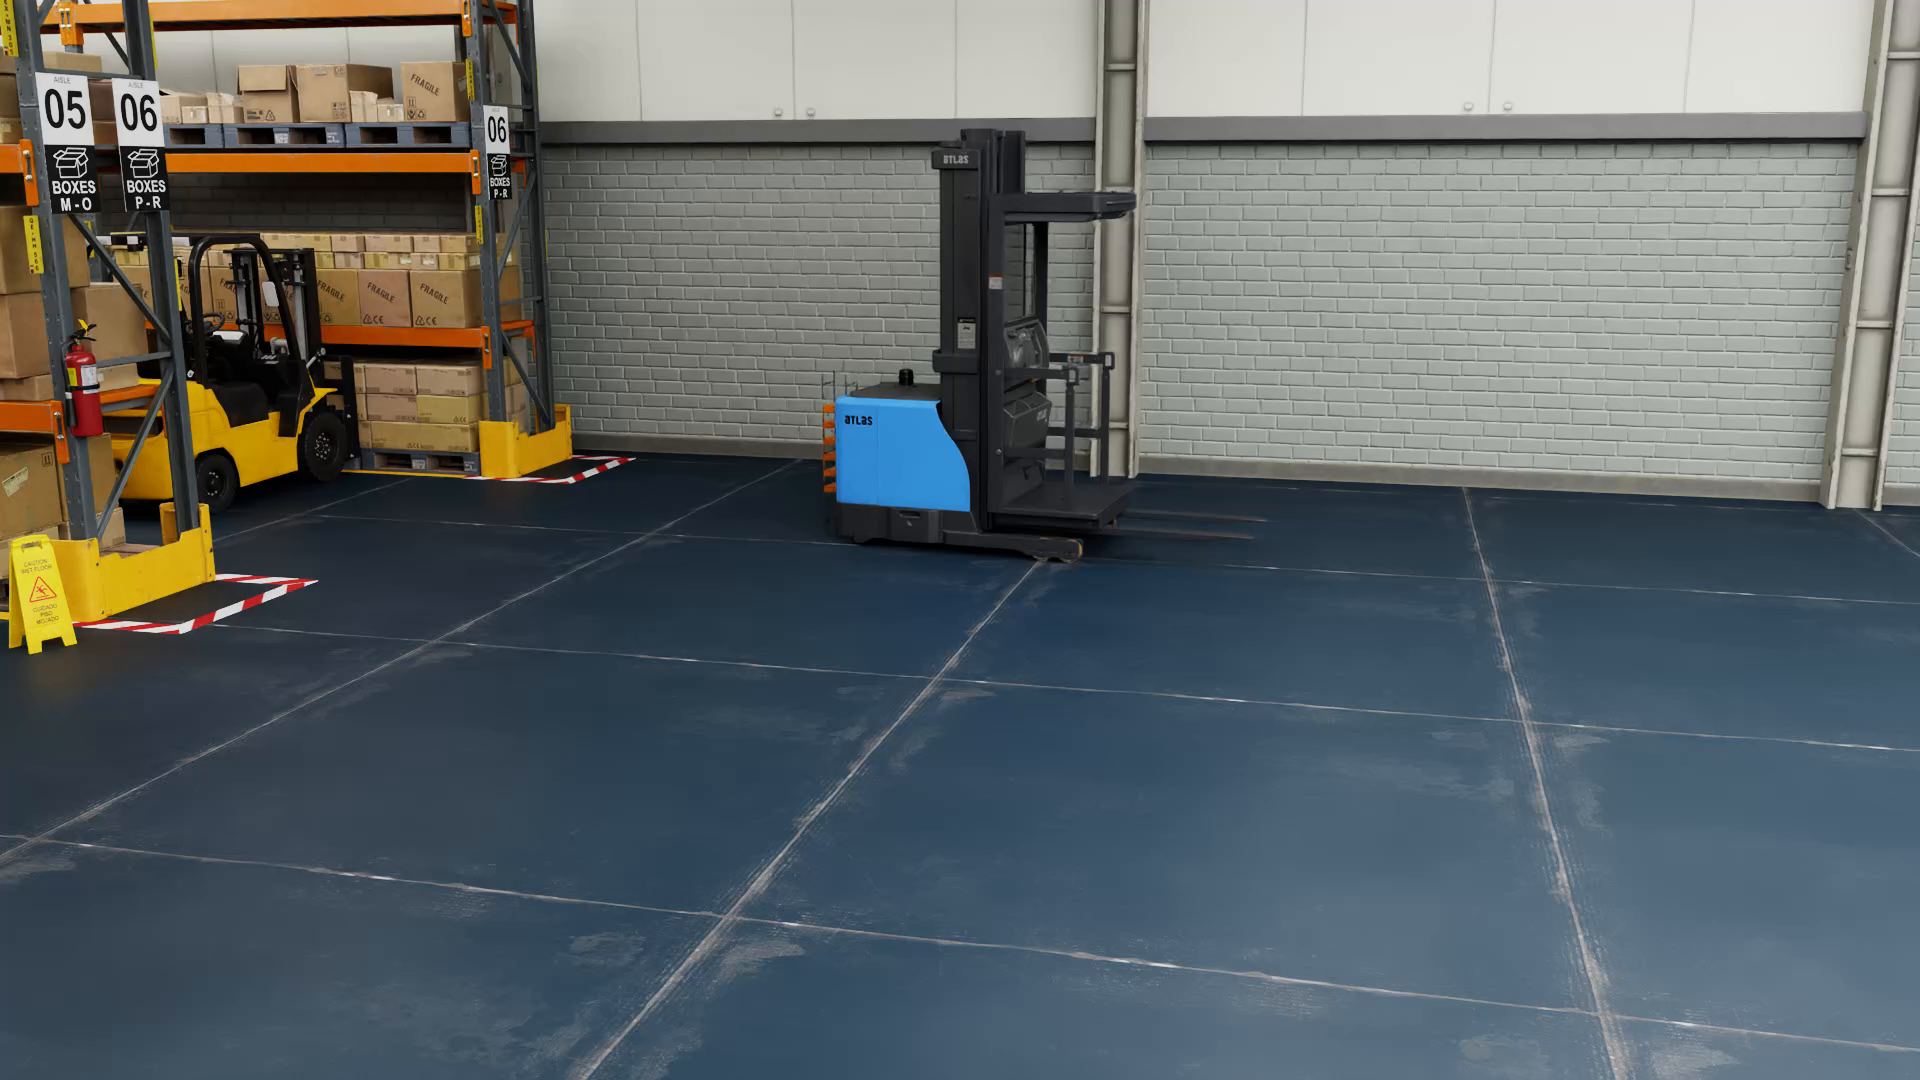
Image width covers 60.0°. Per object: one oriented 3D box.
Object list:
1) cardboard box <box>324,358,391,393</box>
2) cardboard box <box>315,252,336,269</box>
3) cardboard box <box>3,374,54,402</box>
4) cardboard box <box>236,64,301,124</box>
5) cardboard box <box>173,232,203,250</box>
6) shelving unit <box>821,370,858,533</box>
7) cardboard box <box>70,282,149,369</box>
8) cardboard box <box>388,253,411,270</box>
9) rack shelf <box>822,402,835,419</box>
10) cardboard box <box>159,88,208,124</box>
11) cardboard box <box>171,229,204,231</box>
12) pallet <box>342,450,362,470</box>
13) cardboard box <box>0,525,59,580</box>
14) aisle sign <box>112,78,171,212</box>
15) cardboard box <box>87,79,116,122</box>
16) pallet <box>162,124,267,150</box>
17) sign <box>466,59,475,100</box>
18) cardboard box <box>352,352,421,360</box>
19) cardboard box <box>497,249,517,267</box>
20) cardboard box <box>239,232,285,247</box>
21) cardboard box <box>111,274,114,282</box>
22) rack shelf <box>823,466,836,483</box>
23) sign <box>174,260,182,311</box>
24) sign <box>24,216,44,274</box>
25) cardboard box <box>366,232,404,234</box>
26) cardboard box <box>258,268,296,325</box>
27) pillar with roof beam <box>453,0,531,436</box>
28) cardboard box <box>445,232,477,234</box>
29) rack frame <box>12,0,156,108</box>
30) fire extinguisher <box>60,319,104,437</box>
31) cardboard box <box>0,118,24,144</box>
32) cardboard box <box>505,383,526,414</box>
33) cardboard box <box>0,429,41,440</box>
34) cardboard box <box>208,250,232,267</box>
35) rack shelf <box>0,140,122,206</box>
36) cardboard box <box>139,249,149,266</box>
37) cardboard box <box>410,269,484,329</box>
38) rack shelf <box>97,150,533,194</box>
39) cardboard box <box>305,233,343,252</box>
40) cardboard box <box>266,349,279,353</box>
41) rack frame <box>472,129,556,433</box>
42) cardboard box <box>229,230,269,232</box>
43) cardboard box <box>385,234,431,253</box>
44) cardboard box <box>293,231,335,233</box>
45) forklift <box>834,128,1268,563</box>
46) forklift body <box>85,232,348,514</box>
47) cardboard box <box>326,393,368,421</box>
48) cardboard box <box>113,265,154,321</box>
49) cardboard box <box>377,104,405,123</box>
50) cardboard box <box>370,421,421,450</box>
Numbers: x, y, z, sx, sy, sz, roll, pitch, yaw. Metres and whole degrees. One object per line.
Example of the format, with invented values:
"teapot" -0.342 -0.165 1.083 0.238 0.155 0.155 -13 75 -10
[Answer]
"cardboard box" -5.495 -1.496 15.121 0.500 0.250 0.500 3 13 14
"cardboard box" -5.639 -2.524 14.954 0.250 0.149 0.380 3 13 14
"cardboard box" -5.584 -0.945 10.149 0.250 0.149 0.380 4 13 15
"cardboard box" -6.001 -3.990 14.930 0.637 0.503 0.797 3 13 15
"cardboard box" -7.104 -2.771 15.383 0.250 0.149 0.380 3 13 12
"shelving unit" -0.888 -0.653 12.409 0.189 1.200 0.258 4 13 19
"cardboard box" -5.563 -1.370 10.568 0.500 0.500 0.500 3 13 13
"cardboard box" -4.880 -2.495 14.828 0.250 0.149 0.380 3 13 15
"rack shelf" -0.888 -0.961 12.340 0.180 0.103 0.258 4 13 19
"cardboard box" -7.118 -3.925 15.081 0.500 0.311 0.500 3 13 15
"cardboard box" -7.485 -2.903 15.977 0.250 0.149 0.380 3 13 14
"pallet" -5.917 -0.871 15.671 1.213 0.211 1.003 3 13 14
"cardboard box" -6.042 0.057 10.429 0.500 0.250 0.500 3 13 13
"aisle sign" -5.035 -2.425 10.235 0.004 0.787 0.394 3 13 14
"cardboard box" -5.594 -2.712 10.267 0.500 0.250 0.500 3 13 13
"pallet" -7.033 -3.727 15.388 1.213 0.211 1.003 3 13 14
"sign" -4.127 -3.882 14.020 0.005 0.325 0.100 3 13 14
"cardboard box" -5.374 -1.606 15.619 0.500 0.250 0.500 3 13 13
"cardboard box" -4.251 -2.575 15.187 0.250 0.149 0.380 3 13 12
"cardboard box" -6.359 -2.727 15.183 0.250 0.149 0.380 3 13 13
"cardboard box" -8.298 -2.596 16.202 0.500 0.250 0.500 3 13 13
"rack shelf" -0.888 -0.493 12.444 0.180 0.103 0.258 4 13 19
"sign" -5.039 -1.630 10.658 0.005 0.325 0.100 3 13 14
"sign" -5.322 -1.697 9.556 0.005 0.325 0.100 3 13 14
"cardboard box" -5.263 -2.766 15.362 0.250 0.149 0.380 3 13 15
"cardboard box" -6.014 -2.236 15.155 0.500 0.500 0.500 3 13 14
"pillar with roof beam" -5.475 -4.387 11.230 0.400 9.000 9.100 3 13 14
"cardboard box" -4.502 -2.738 15.232 0.250 0.149 0.380 4 13 15
"rack frame" -5.169 -4.022 9.587 0.127 3.000 1.000 3 13 14
"fire extinguisher" -5.169 -0.953 9.782 0.183 0.674 0.296 3 13 14
"cardboard box" -5.583 -2.395 9.758 0.250 0.149 0.380 3 13 14
"cardboard box" -4.390 -1.312 15.448 0.500 0.250 0.500 3 13 15
"cardboard box" -6.418 -0.450 10.982 0.500 0.500 0.500 3 13 11
"cardboard box" -6.633 -2.576 15.189 0.250 0.149 0.380 3 13 13
"rack shelf" -7.111 -2.311 10.458 4.000 0.370 1.077 3 13 14
"cardboard box" -7.369 -2.626 15.414 0.250 0.149 0.380 3 13 15
"cardboard box" -4.524 -2.157 14.798 0.500 0.500 0.500 3 13 12
"rack shelf" -5.925 -3.355 15.164 4.000 0.370 1.077 3 13 14
"cardboard box" -5.645 -2.668 14.917 0.250 0.149 0.380 3 13 15
"cardboard box" -6.847 -1.688 15.986 0.500 0.250 0.500 3 13 13
"rack frame" -3.984 -2.138 14.943 0.127 3.000 1.000 3 13 14
"cardboard box" -6.733 -2.870 15.830 0.250 0.149 0.380 3 13 12
"cardboard box" -4.889 -2.637 14.777 0.250 0.149 0.380 3 13 15
"cardboard box" -6.011 -2.810 15.558 0.250 0.149 0.380 3 13 15
"forklift" 0.660 -1.400 11.775 3.031 2.935 1.130 4 13 19
"forklift body" -6.262 -1.438 13.749 1.214 2.155 2.313 3 13 14
"cardboard box" -5.522 -1.254 15.187 0.500 0.250 0.500 3 13 12
"cardboard box" -7.499 -2.316 15.516 0.500 0.500 0.500 3 13 12
"cardboard box" -4.861 -3.712 14.495 0.250 0.149 0.380 3 13 12
"cardboard box" -4.996 -0.986 15.131 0.500 0.250 0.500 3 13 14
